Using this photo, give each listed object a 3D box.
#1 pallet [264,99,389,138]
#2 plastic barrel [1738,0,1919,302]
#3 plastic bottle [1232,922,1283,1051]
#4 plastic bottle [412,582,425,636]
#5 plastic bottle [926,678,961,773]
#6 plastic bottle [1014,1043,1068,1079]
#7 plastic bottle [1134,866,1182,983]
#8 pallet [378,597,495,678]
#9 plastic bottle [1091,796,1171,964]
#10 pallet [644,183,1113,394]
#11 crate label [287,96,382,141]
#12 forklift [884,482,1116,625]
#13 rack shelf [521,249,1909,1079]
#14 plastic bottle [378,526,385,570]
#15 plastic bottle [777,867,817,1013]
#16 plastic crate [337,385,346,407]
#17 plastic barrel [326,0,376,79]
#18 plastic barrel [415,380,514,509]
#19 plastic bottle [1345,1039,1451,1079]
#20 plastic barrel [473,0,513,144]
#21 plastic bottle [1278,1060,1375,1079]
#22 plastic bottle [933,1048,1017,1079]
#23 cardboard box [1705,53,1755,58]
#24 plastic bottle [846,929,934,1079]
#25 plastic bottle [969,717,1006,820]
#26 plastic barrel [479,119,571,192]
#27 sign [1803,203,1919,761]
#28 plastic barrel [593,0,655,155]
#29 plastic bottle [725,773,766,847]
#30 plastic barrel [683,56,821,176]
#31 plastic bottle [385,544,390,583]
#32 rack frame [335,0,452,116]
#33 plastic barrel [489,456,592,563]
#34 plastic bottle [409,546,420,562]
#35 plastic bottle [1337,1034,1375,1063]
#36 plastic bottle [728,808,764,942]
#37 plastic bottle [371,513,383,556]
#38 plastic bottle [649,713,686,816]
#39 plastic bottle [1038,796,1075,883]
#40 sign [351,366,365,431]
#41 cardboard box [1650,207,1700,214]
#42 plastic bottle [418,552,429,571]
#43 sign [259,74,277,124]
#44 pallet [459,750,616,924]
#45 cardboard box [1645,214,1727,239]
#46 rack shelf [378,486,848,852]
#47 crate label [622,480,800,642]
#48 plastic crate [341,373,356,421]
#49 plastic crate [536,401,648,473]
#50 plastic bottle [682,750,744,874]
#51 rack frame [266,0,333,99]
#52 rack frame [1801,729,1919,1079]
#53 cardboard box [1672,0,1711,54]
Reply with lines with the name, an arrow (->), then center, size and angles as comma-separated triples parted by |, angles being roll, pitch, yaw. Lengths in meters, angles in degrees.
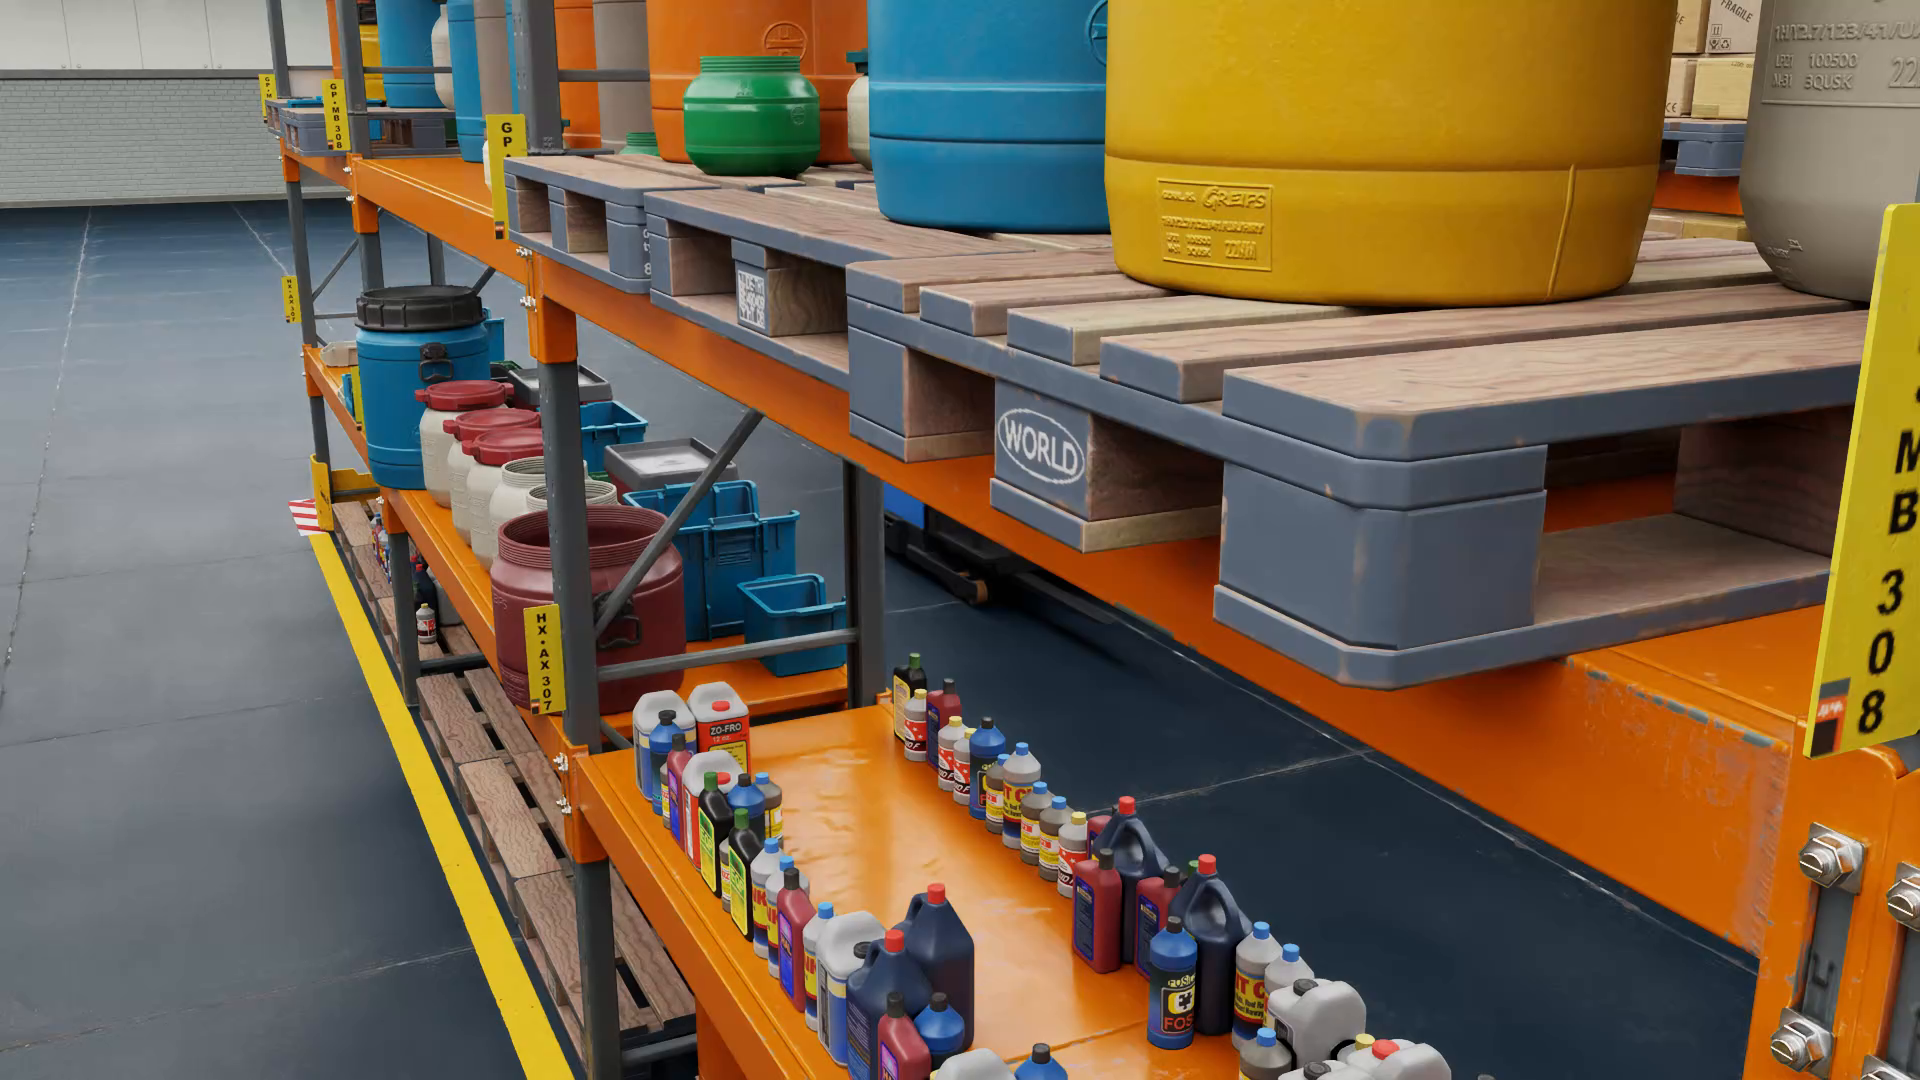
pallet -> -3.939, -2.761, 10.837 | 1.003, 0.211, 1.213 | -8, 18, -25
plastic barrel -> 1.039, -0.521, 1.682 | 0.433, 0.535, 0.433 | 0, 16, 0
plastic bottle -> 0.608, 0.907, 3.387 | 0.097, 0.271, 0.097 | 0, 16, 0
plastic bottle -> -2.968, 0.380, 9.115 | 0.061, 0.283, 0.133 | -7, 17, -22
plastic bottle -> -0.047, 0.519, 4.715 | 0.061, 0.283, 0.133 | -8, 18, -25
plastic bottle -> 0.143, 1.026, 2.971 | 0.097, 0.271, 0.097 | 0, 16, 0
plastic bottle -> 0.438, 0.832, 3.626 | 0.061, 0.283, 0.133 | -8, 18, -25
pallet -> -2.717, 0.534, 9.507 | 1.003, 0.211, 1.213 | -8, 18, -25
plastic bottle -> 0.385, 0.757, 3.763 | 0.144, 0.351, 0.185 | -8, 18, -25
pallet -> 0.113, -0.466, 2.839 | 1.003, 0.211, 1.213 | -8, 18, -25
crate label -> -3.690, -2.493, 9.831 | 0.502, 0.251, 0.408 | -8, 18, -25
forklift -> 0.419, -1.138, 10.403 | 1.130, 2.935, 3.031 | -8, 18, -26
rack shelf -> 0.168, -0.243, 3.026 | 1.077, 0.370, 4.000 | -8, 18, -25
plastic bottle -> -3.549, 0.046, 10.302 | 0.097, 0.271, 0.097 | 0, 16, 0
plastic bottle -> -0.344, 0.852, 3.557 | 0.061, 0.283, 0.133 | -8, 18, -25
plastic crate -> -3.400, -0.880, 9.857 | 0.530, 0.136, 0.437 | -8, 18, -25
plastic barrel -> -3.886, -3.372, 11.083 | 0.600, 0.830, 0.708 | -8, 18, -25
plastic barrel -> -2.239, -0.436, 7.587 | 0.433, 0.535, 0.433 | 0, 16, 0
plastic bottle -> 0.778, 1.018, 2.990 | 0.152, 0.276, 0.135 | -8, 18, -25
plastic barrel -> -1.756, -2.055, 7.129 | 0.600, 0.901, 0.600 | 0, 16, 0
plastic bottle -> 0.641, 1.037, 2.926 | 0.152, 0.276, 0.135 | -8, 18, -25
plastic bottle -> 0.039, 1.043, 2.902 | 0.152, 0.276, 0.135 | -8, 18, -25
cardboard box -> 6.000, -3.427, 12.601 | 0.500, 0.500, 0.500 | -7, 17, -23
plastic bottle -> -0.135, 0.911, 3.227 | 0.144, 0.351, 0.185 | -8, 18, -25
plastic bottle -> 0.073, 0.604, 4.441 | 0.097, 0.271, 0.097 | 0, 16, 0
plastic barrel -> -1.475, -1.305, 5.674 | 0.301, 0.262, 0.301 | 0, 16, 0
sign -> 0.549, -0.031, 0.967 | 0.100, 0.325, 0.005 | -8, 18, -25
plastic barrel -> -0.873, -1.556, 5.386 | 0.600, 0.901, 0.600 | 0, 16, 0
plastic bottle -> -0.526, 0.705, 4.090 | 0.097, 0.271, 0.097 | 0, 16, 0
plastic barrel -> -0.451, -0.921, 3.606 | 0.294, 0.245, 0.294 | 0, 16, 0
plastic bottle -> -3.416, 0.121, 10.041 | 0.097, 0.271, 0.097 | 0, 16, 0
rack frame -> -2.461, -3.518, 7.697 | 1.000, 3.000, 0.127 | -8, 18, -25
plastic barrel -> -1.536, -0.030, 6.216 | 0.421, 0.512, 0.421 | 0, 16, 0
plastic bottle -> -3.227, 0.175, 9.709 | 0.144, 0.351, 0.185 | -8, 18, -25
plastic bottle -> 0.752, 1.022, 3.112 | 0.097, 0.201, 0.097 | 0, 16, 0
plastic bottle -> -0.488, 0.770, 3.840 | 0.061, 0.283, 0.133 | -8, 18, -25
plastic bottle -> -3.699, -0.039, 10.599 | 0.097, 0.271, 0.097 | 0, 16, 0
plastic bottle -> -0.783, 0.597, 4.464 | 0.097, 0.271, 0.097 | 0, 16, 0
plastic bottle -> 0.243, 0.734, 4.114 | 0.097, 0.201, 0.097 | 0, 16, 0
sign -> -2.960, -0.704, 8.264 | 0.100, 0.325, 0.005 | -8, 18, -25
cardboard box -> 5.990, -2.525, 13.986 | 0.500, 0.500, 0.500 | -7, 17, -23
plastic bottle -> -3.147, 0.188, 9.784 | 0.061, 0.283, 0.133 | -8, 18, -25
sign -> -4.709, -3.007, 11.338 | 0.100, 0.325, 0.005 | -8, 18, -25
pallet -> -1.543, 1.199, 7.191 | 1.003, 0.211, 1.213 | -8, 18, -25
cardboard box -> 5.736, -2.333, 13.318 | 0.500, 0.500, 0.500 | -8, 18, -25
rack shelf -> -1.585, 0.207, 6.896 | 1.077, 0.370, 4.000 | -8, 18, -25
crate label -> -0.900, 0.061, 6.036 | 0.502, 0.435, 0.616 | -8, 18, -25
plastic crate -> -3.190, -0.805, 9.387 | 0.499, 0.251, 0.616 | -8, 18, -25
plastic crate -> -1.698, -0.391, 7.705 | 0.392, 0.384, 0.575 | -8, 18, -25
plastic bottle -> -0.607, 0.678, 4.176 | 0.152, 0.276, 0.135 | -8, 18, -25
rack frame -> -4.213, -4.510, 11.153 | 1.000, 3.000, 0.127 | -8, 18, -25
rack frame -> 1.044, 1.349, 1.612 | 1.000, 3.000, 0.127 | -8, 18, -25
cardboard box -> 5.731, -4.039, 12.919 | 0.500, 0.500, 0.500 | -7, 17, -22
